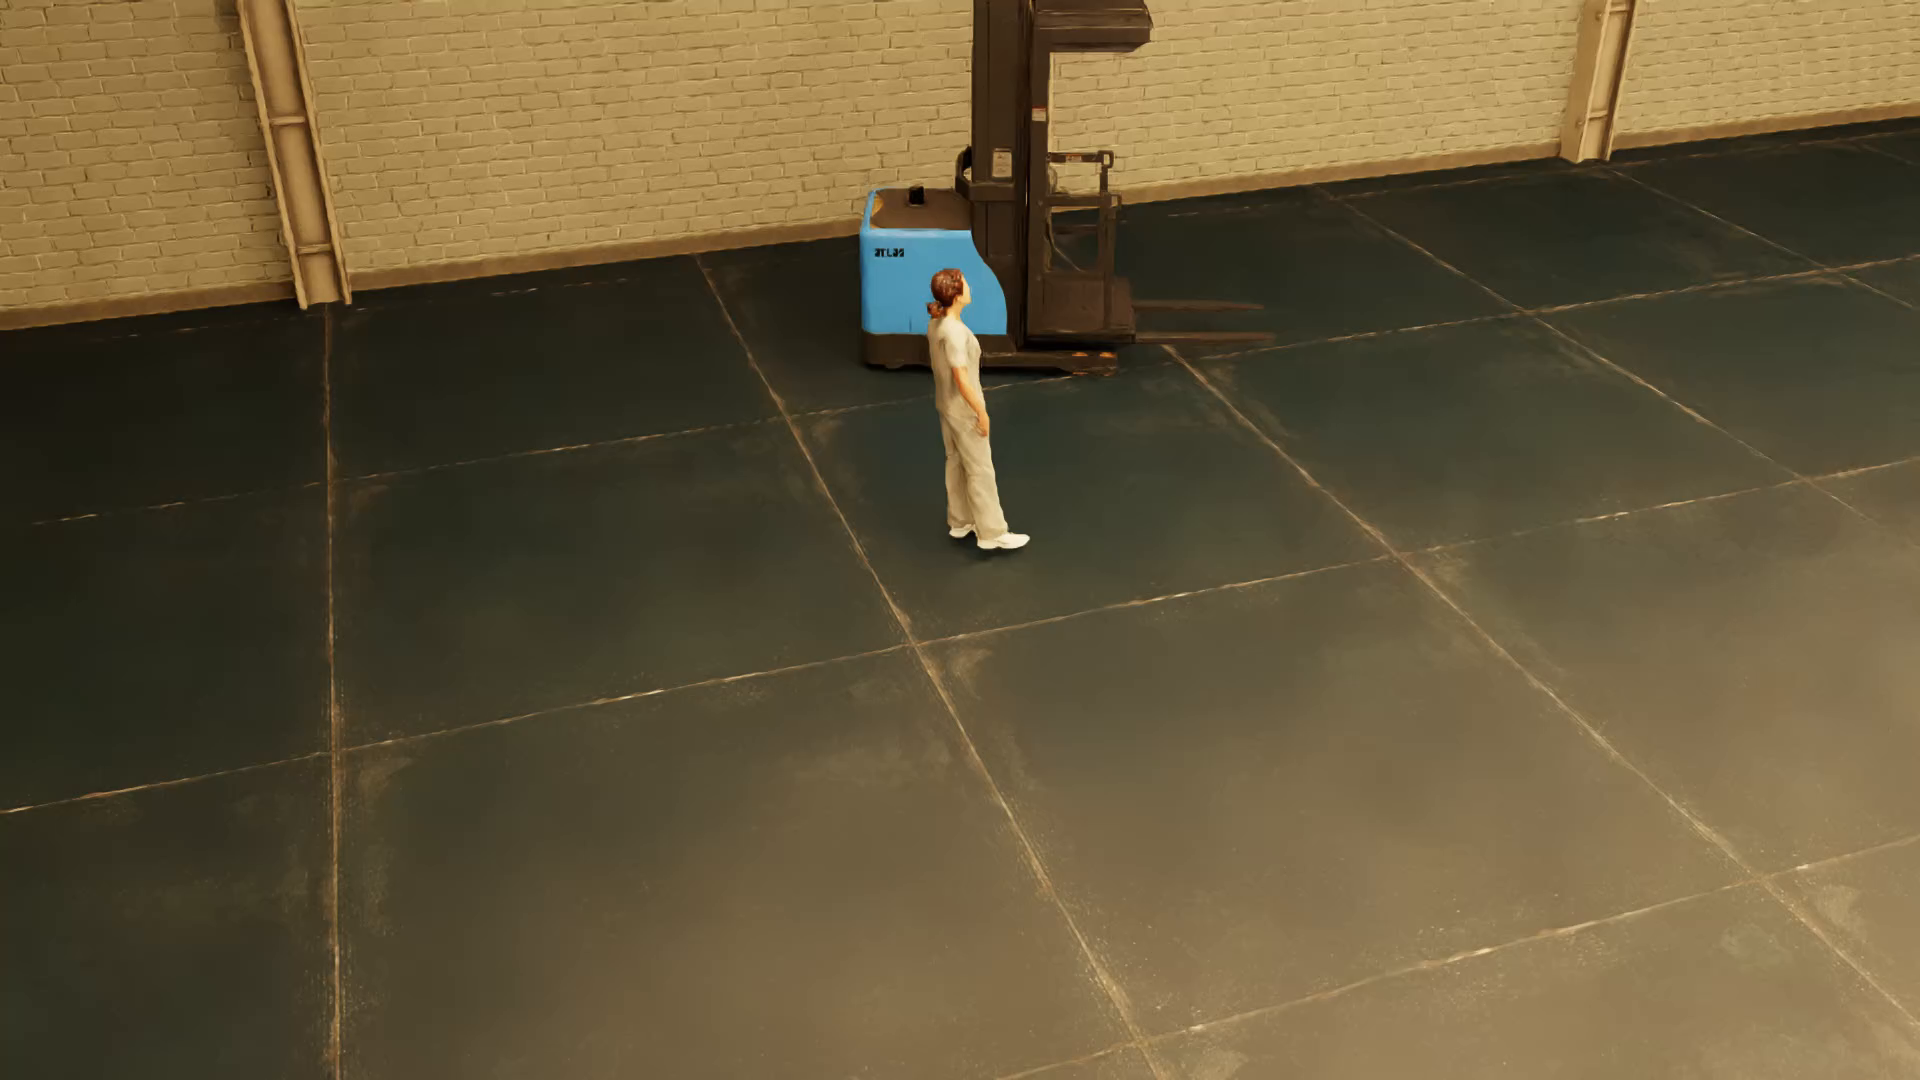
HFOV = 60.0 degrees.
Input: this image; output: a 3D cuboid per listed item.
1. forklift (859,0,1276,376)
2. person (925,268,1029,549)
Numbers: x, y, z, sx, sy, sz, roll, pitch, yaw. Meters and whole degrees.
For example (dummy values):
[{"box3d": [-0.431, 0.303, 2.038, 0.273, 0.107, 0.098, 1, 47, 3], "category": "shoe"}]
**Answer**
[{"box3d": [0.801, -2.735, 11.841, 3.031, 2.935, 1.130, 1, 30, 1], "category": "forklift"}, {"box3d": [0.081, -0.769, 9.599, 0.534, 1.662, 0.550, -10, 31, -16], "category": "person"}]
